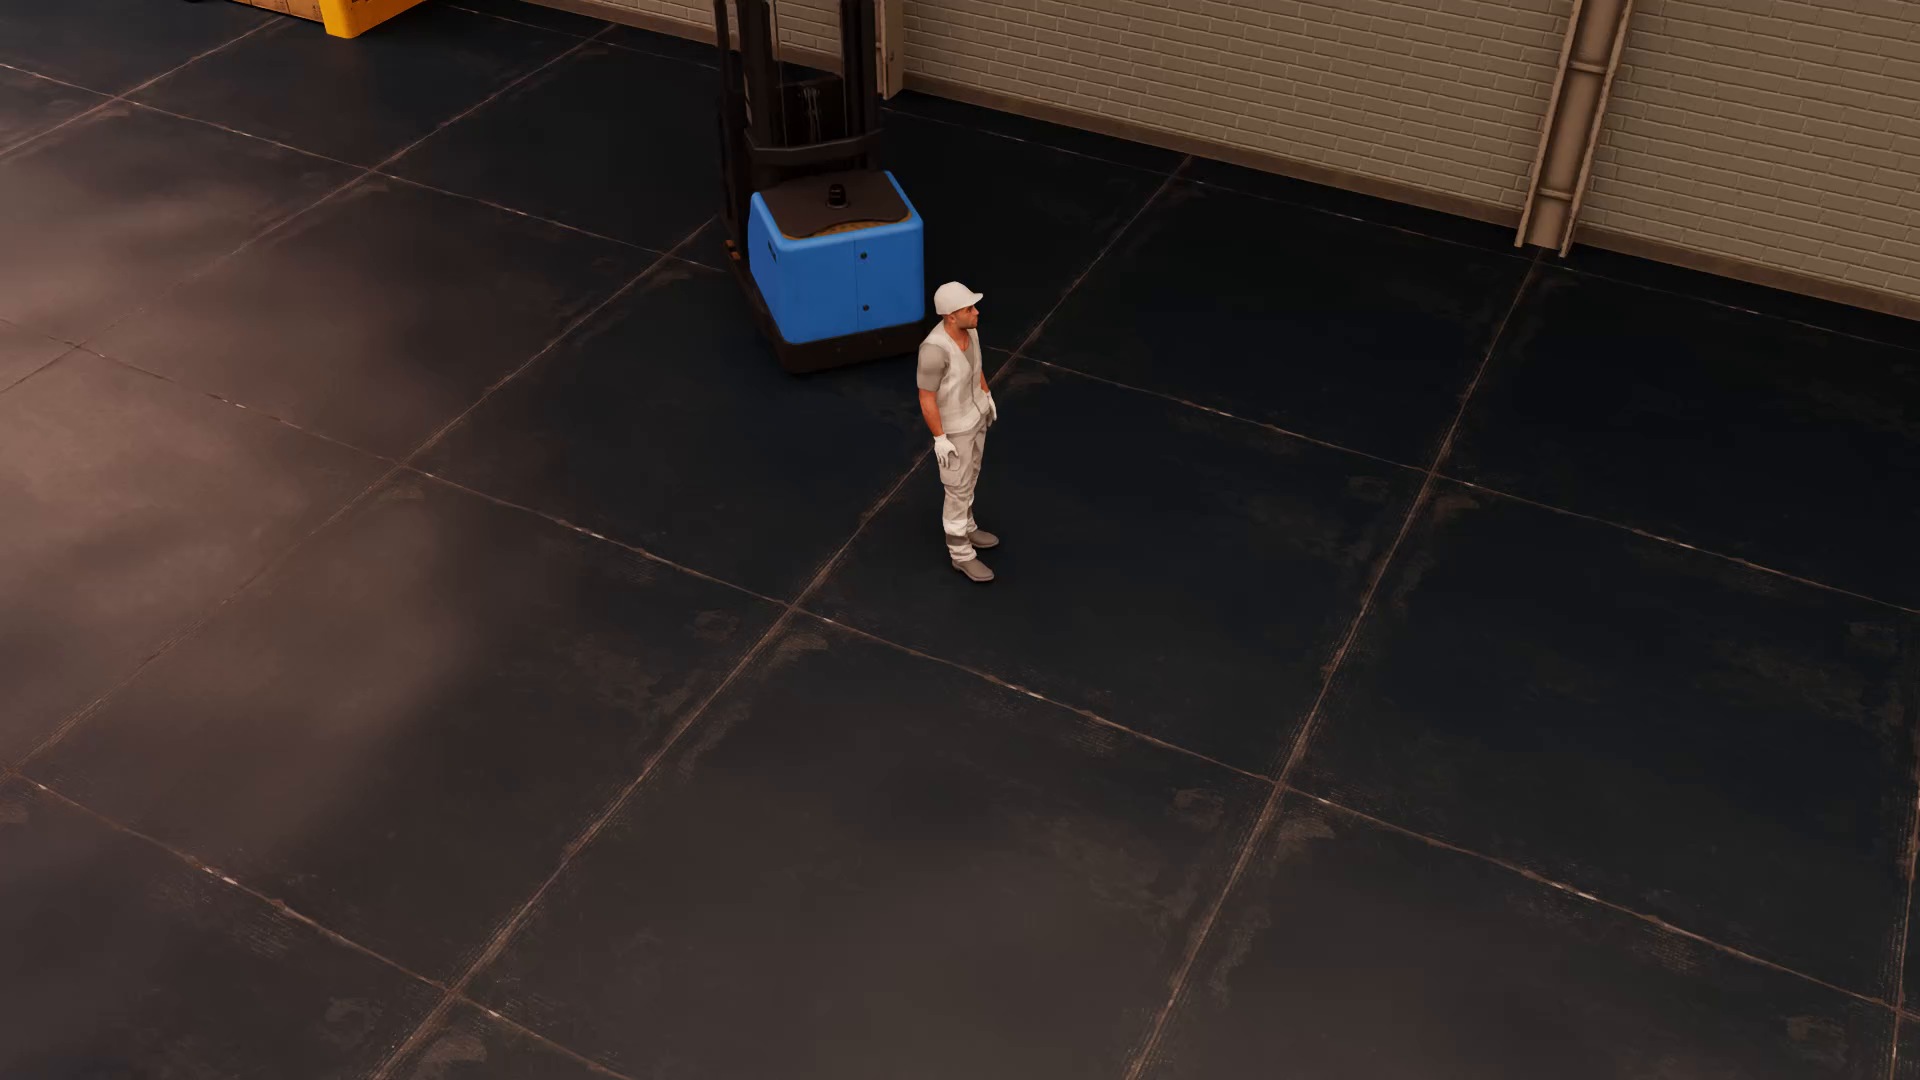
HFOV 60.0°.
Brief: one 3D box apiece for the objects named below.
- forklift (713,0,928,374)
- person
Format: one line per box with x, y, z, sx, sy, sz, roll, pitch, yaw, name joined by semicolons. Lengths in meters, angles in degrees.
-1.194;-3.231;11.823;1.130;2.935;3.031;-13;42;-15;forklift
0.065;-0.659;9.645;0.564;1.787;0.638;18;43;21;person
